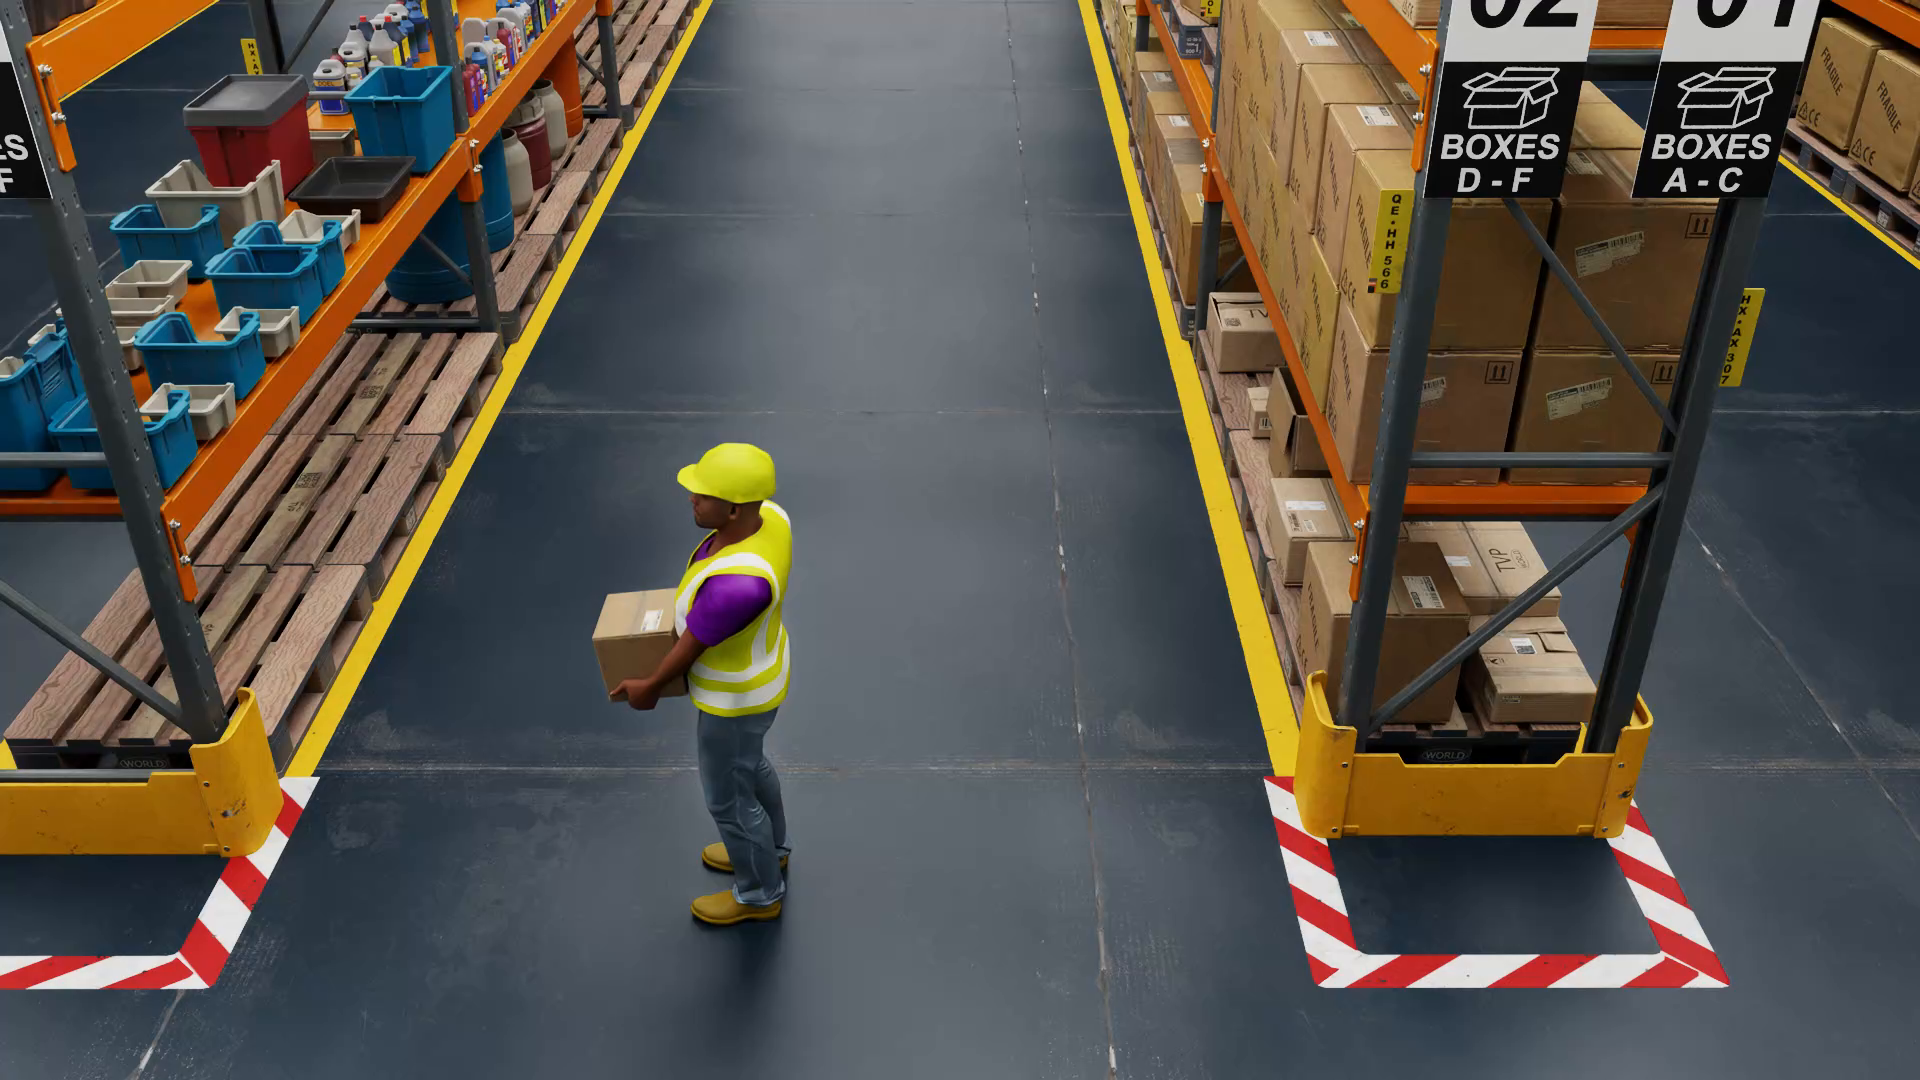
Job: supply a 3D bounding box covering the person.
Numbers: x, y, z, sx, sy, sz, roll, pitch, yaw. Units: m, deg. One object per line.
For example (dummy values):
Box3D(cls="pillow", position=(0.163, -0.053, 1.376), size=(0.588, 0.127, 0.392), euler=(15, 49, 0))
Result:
Box3D(cls="person", position=(-1.897, -3.475, 11.820), size=(2.928, 1.761, 15.637), euler=(0, 31, 1))
